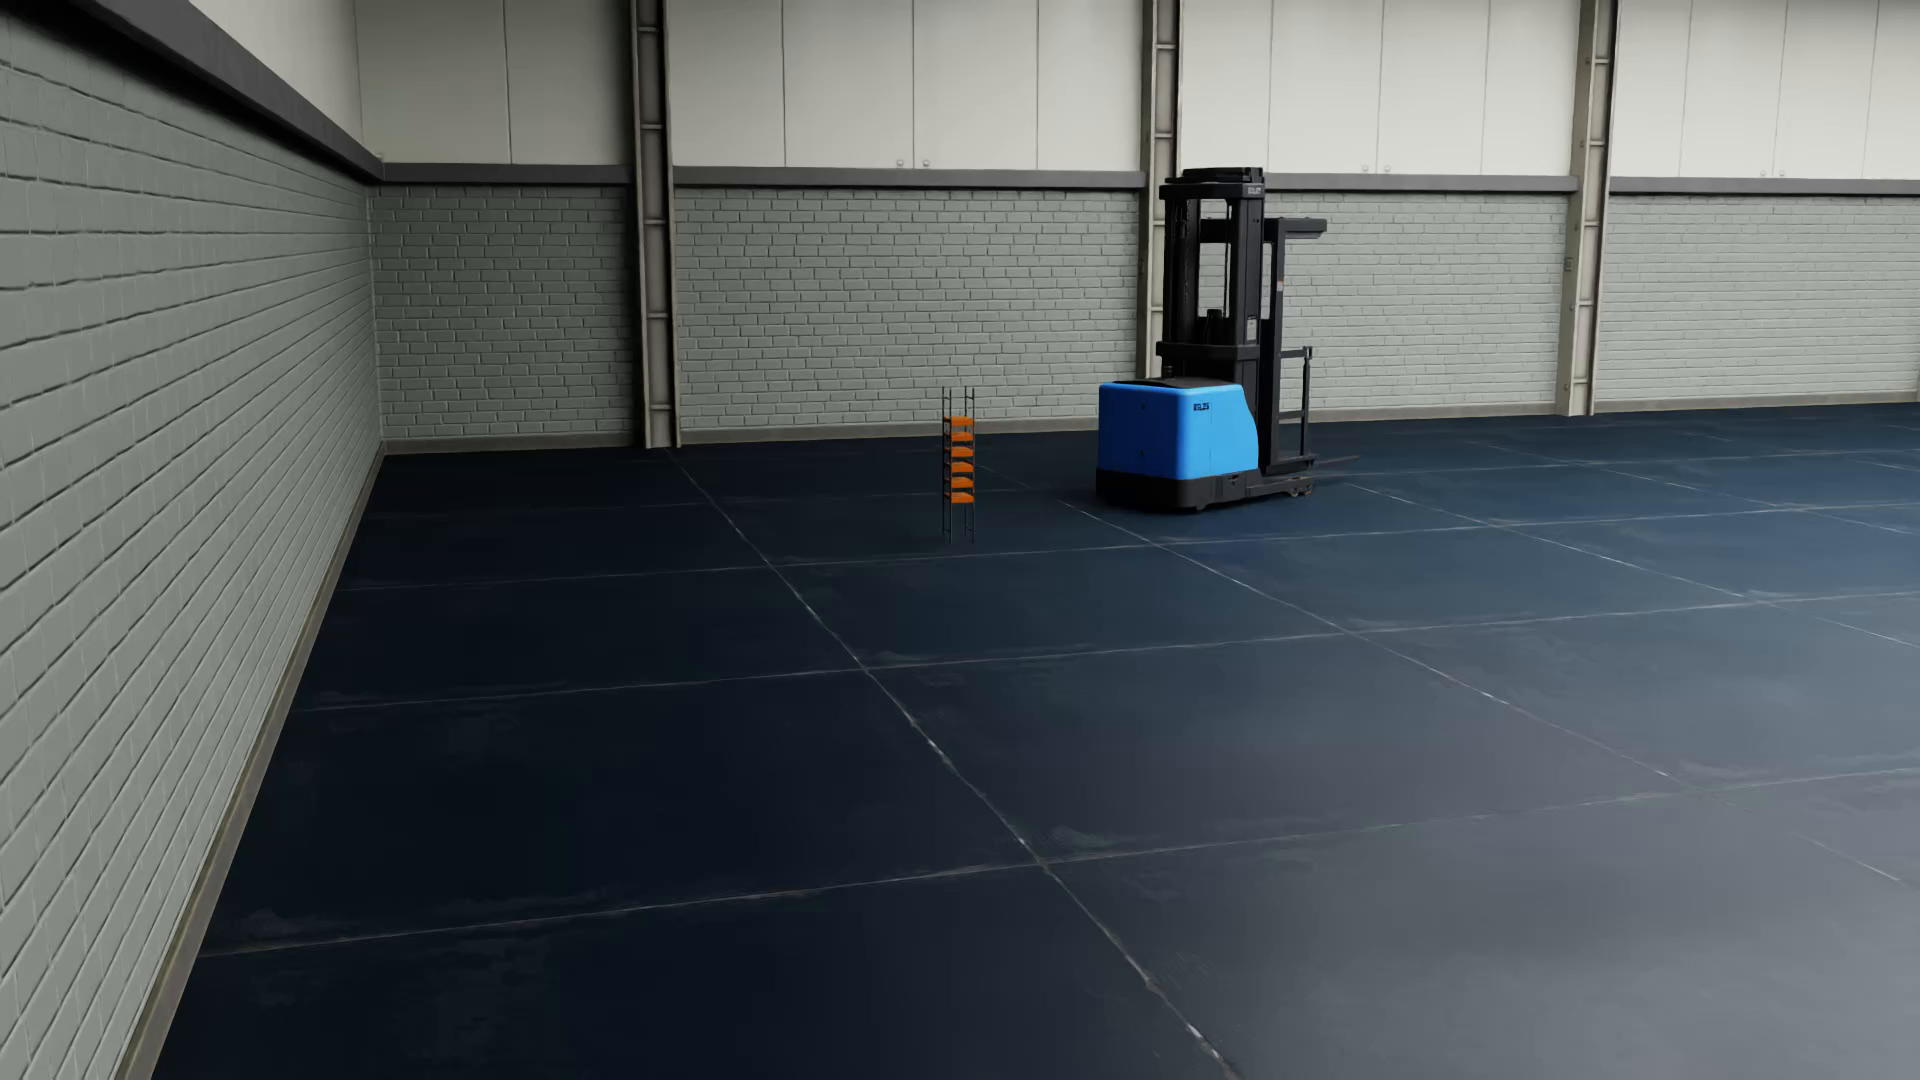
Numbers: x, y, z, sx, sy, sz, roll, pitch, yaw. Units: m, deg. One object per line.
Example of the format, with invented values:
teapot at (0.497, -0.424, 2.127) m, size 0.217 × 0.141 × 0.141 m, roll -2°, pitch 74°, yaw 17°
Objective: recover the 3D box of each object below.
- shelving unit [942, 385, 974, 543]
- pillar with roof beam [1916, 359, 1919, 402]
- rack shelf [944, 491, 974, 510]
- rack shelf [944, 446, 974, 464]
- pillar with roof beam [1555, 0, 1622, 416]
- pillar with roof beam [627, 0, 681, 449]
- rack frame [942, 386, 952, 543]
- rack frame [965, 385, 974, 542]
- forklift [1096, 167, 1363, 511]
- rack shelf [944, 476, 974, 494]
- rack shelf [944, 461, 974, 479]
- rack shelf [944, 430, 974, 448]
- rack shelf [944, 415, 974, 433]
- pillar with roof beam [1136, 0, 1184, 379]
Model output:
shelving unit at (-0.014, -0.589, 12.934) m, size 0.189 × 1.200 × 0.258 m, roll -3°, pitch 11°, yaw -16°
pillar with roof beam at (15.117, -5.646, 18.858) m, size 0.400 × 9.000 × 9.100 m, roll -3°, pitch 11°, yaw -16°
rack shelf at (-0.014, -0.310, 12.985) m, size 0.180 × 0.103 × 0.258 m, roll -3°, pitch 11°, yaw -16°
rack shelf at (-0.014, -0.664, 12.920) m, size 0.180 × 0.103 × 0.258 m, roll -3°, pitch 11°, yaw -16°
pillar with roof beam at (9.356, -5.342, 17.209) m, size 0.400 × 9.000 × 9.100 m, roll -3°, pitch 11°, yaw -16°
pillar with roof beam at (-2.166, -4.735, 13.910) m, size 0.400 × 9.000 × 9.100 m, roll -3°, pitch 11°, yaw -16°
rack frame at (-0.102, -0.585, 12.909) m, size 0.006 × 1.200 × 0.240 m, roll -3°, pitch 11°, yaw -16°
rack frame at (0.074, -0.594, 12.959) m, size 0.006 × 1.200 × 0.240 m, roll -3°, pitch 11°, yaw -16°
forklift at (2.624, -1.896, 15.249) m, size 3.031 × 2.935 × 1.130 m, roll -10°, pitch 14°, yaw -43°
rack shelf at (-0.014, -0.428, 12.964) m, size 0.180 × 0.103 × 0.258 m, roll -3°, pitch 11°, yaw -16°
rack shelf at (-0.014, -0.546, 12.942) m, size 0.180 × 0.103 × 0.258 m, roll -3°, pitch 11°, yaw -16°
rack shelf at (-0.014, -0.782, 12.898) m, size 0.180 × 0.103 × 0.258 m, roll -3°, pitch 11°, yaw -16°
rack shelf at (-0.014, -0.900, 12.877) m, size 0.180 × 0.103 × 0.258 m, roll -3°, pitch 11°, yaw -16°
pillar with roof beam at (3.595, -5.038, 15.560) m, size 0.400 × 9.000 × 9.100 m, roll -3°, pitch 11°, yaw -16°
